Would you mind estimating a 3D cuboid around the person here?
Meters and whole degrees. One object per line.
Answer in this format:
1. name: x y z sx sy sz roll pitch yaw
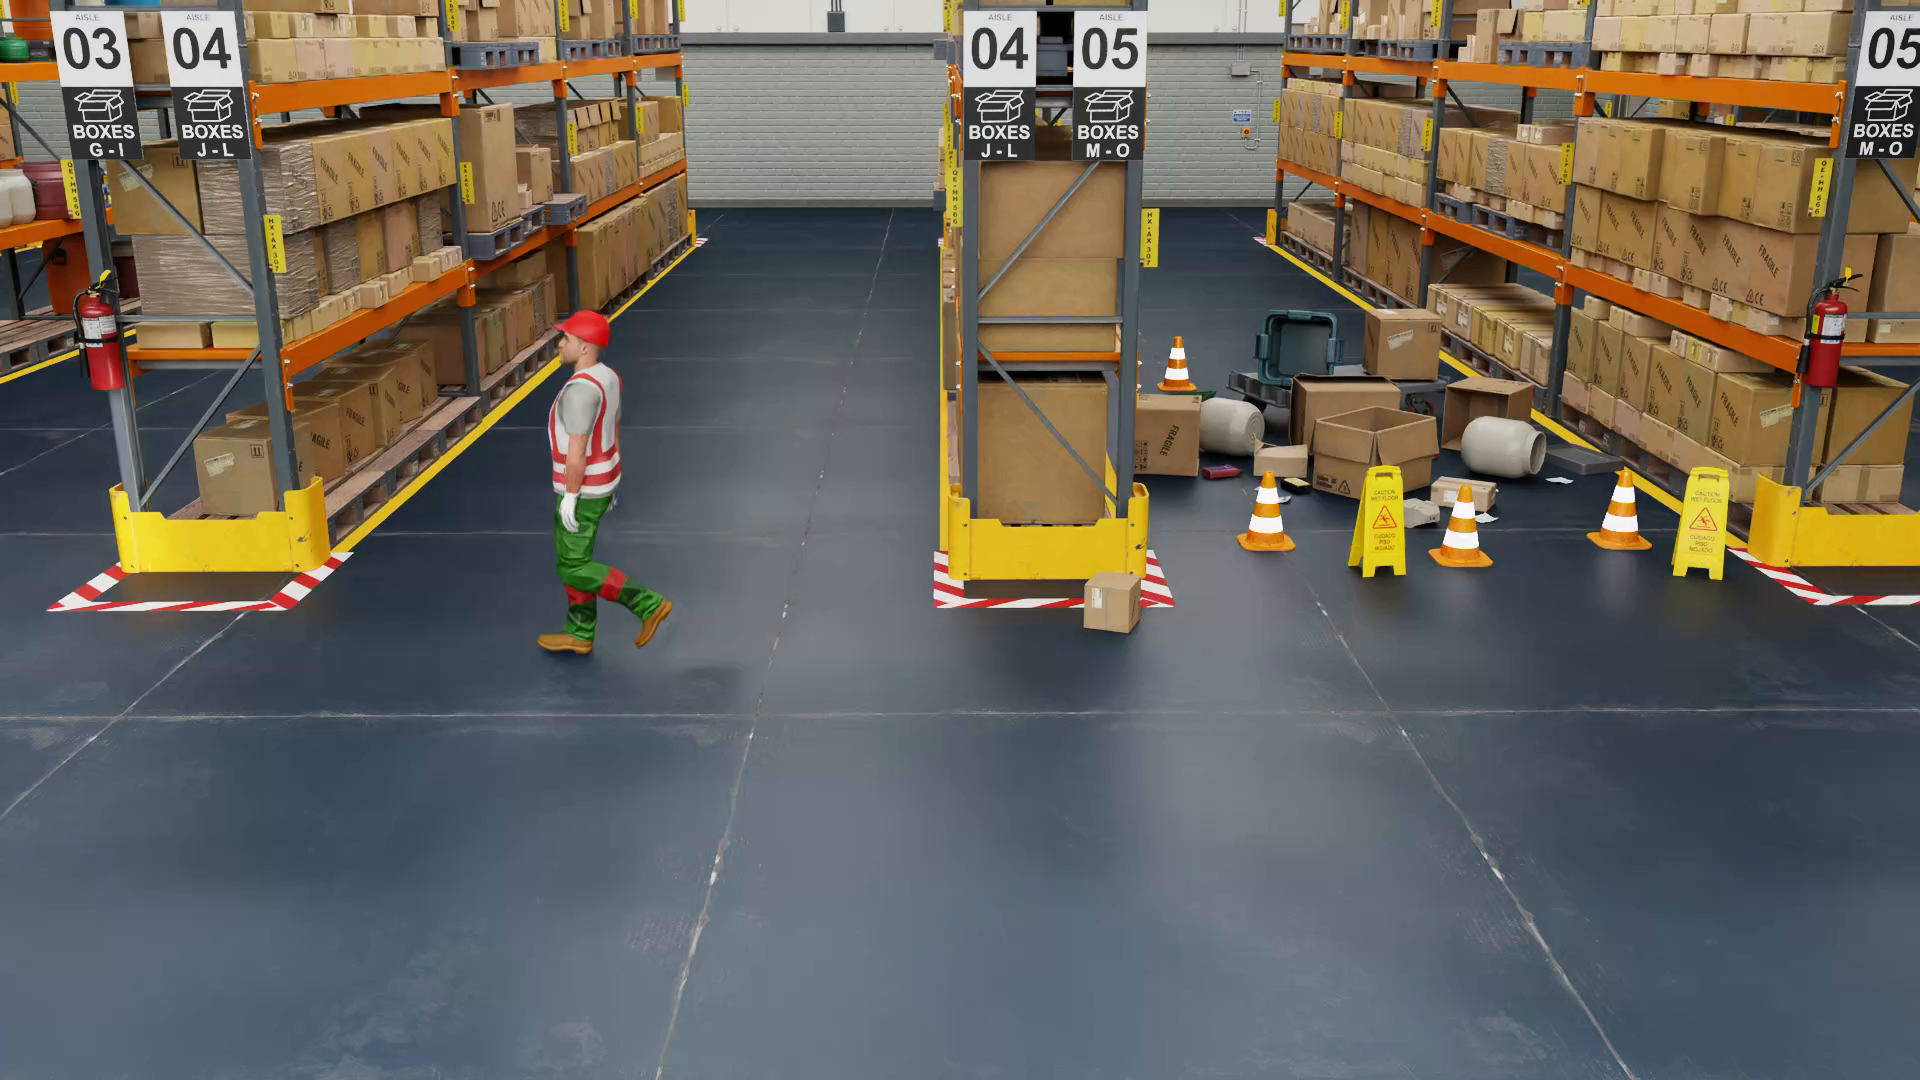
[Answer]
1. person: -1.821 -0.258 8.304 0.759 1.773 0.549 1 17 3
